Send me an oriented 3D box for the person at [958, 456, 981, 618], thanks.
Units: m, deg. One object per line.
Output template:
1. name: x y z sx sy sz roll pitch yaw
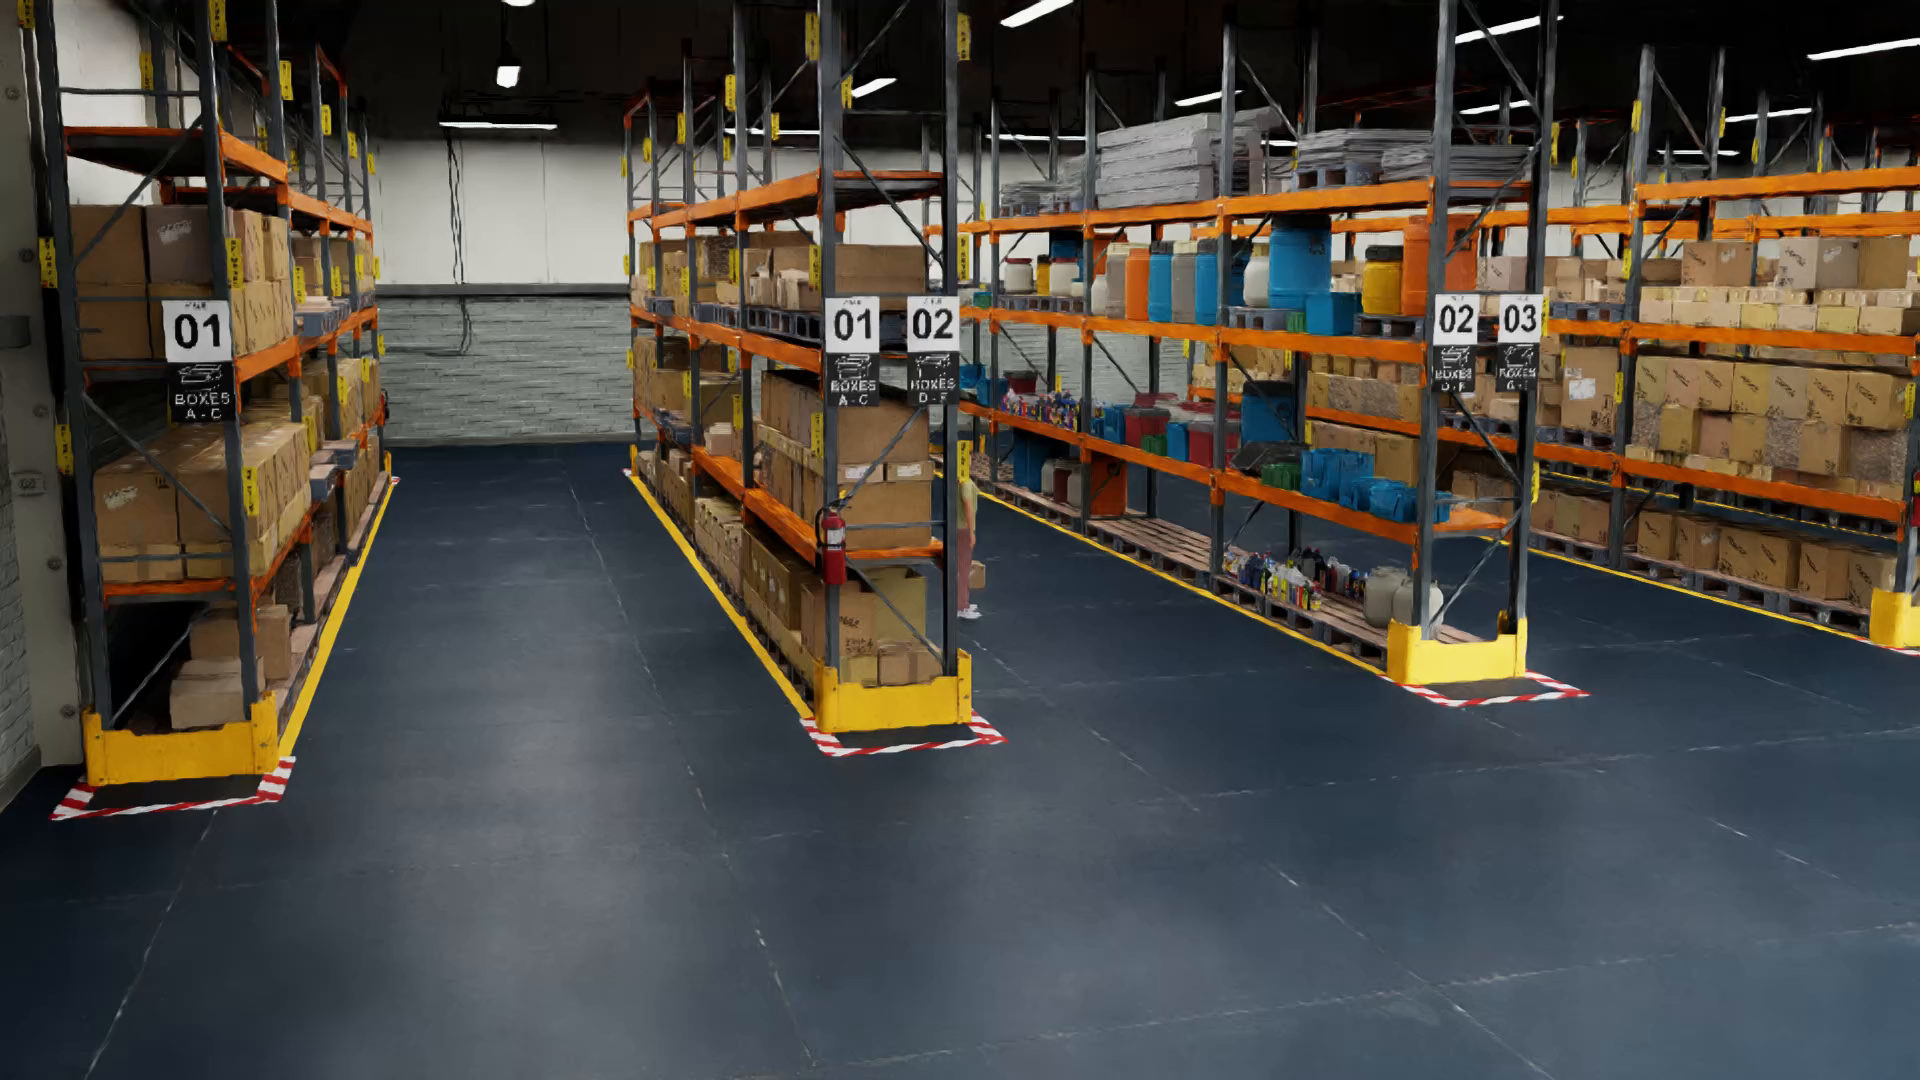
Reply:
1. person: 0.042 -0.096 16.316 0.358 1.680 0.525 -4 10 -24
